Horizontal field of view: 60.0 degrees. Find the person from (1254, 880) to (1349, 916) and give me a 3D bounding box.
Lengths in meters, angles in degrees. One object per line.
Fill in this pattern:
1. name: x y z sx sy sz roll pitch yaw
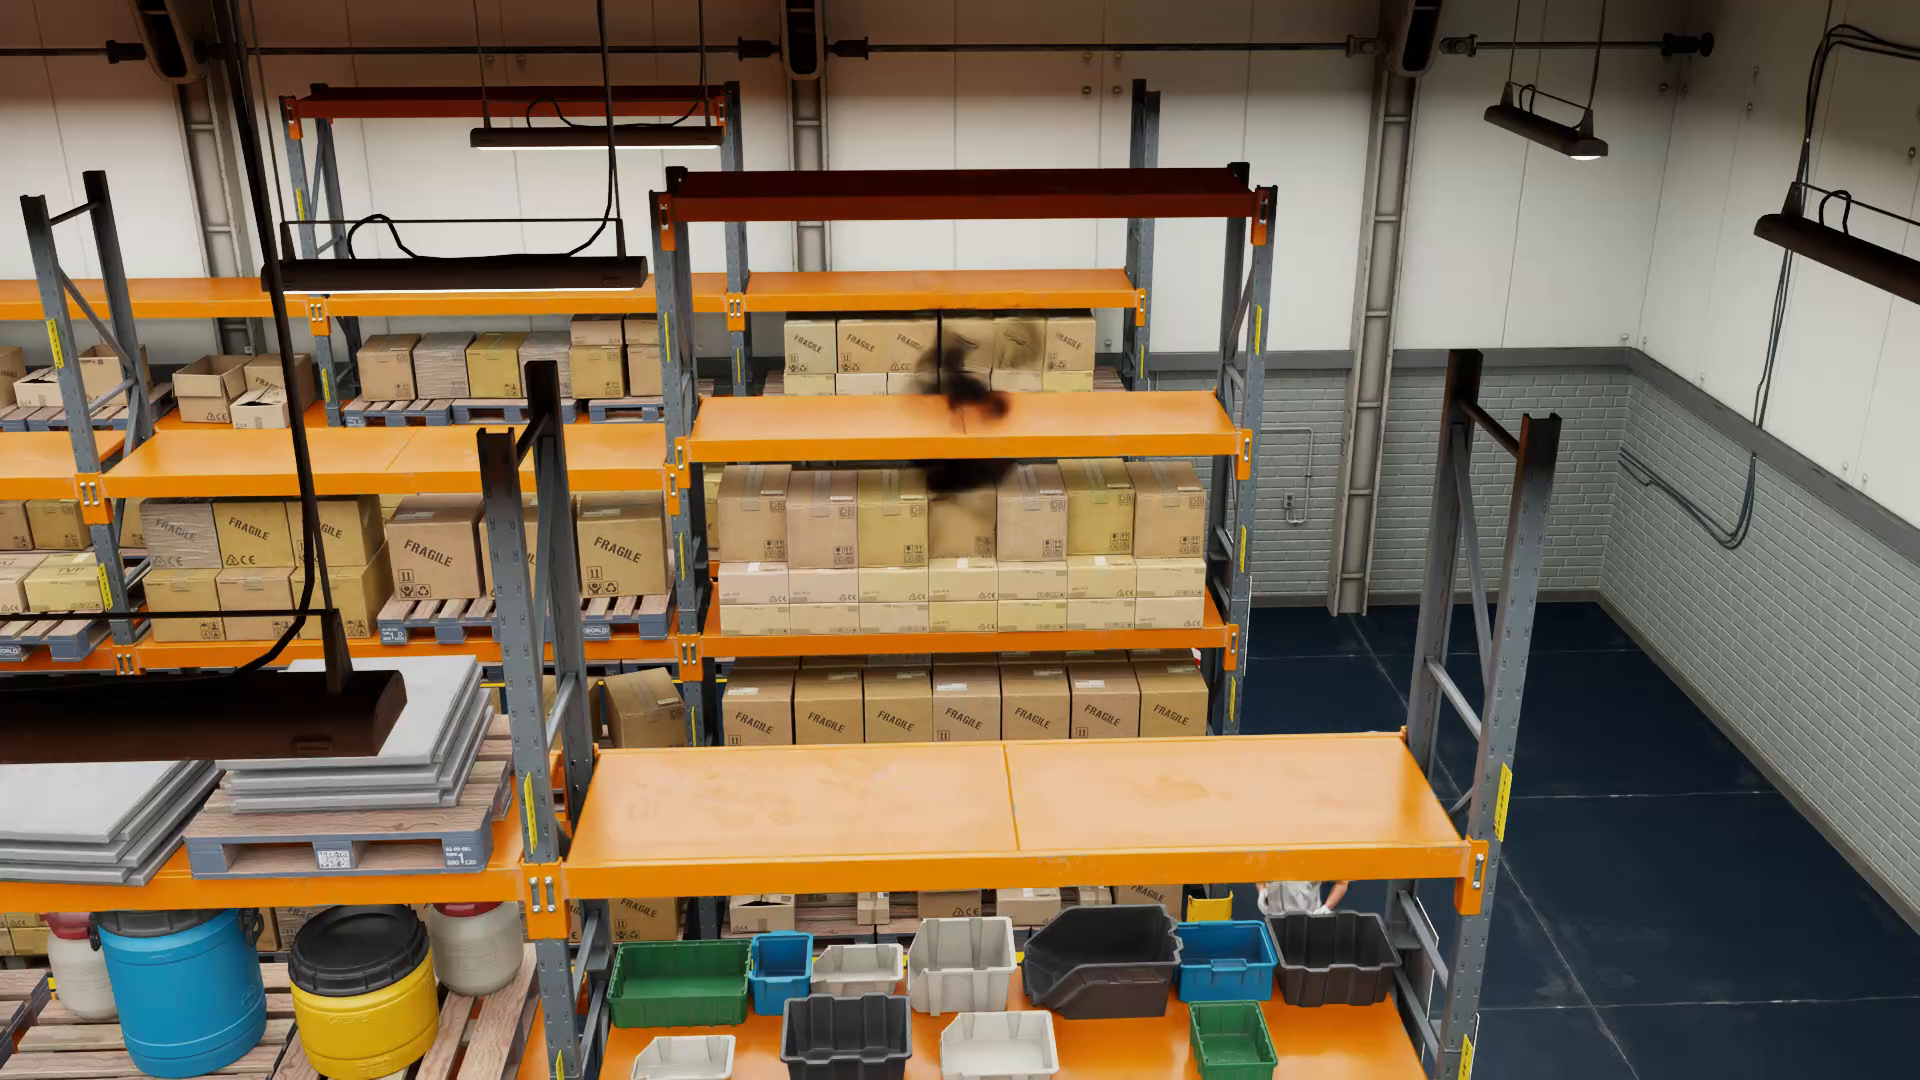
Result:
1. person: 2.308 2.641 11.647 0.687 1.712 0.670 16 27 35
